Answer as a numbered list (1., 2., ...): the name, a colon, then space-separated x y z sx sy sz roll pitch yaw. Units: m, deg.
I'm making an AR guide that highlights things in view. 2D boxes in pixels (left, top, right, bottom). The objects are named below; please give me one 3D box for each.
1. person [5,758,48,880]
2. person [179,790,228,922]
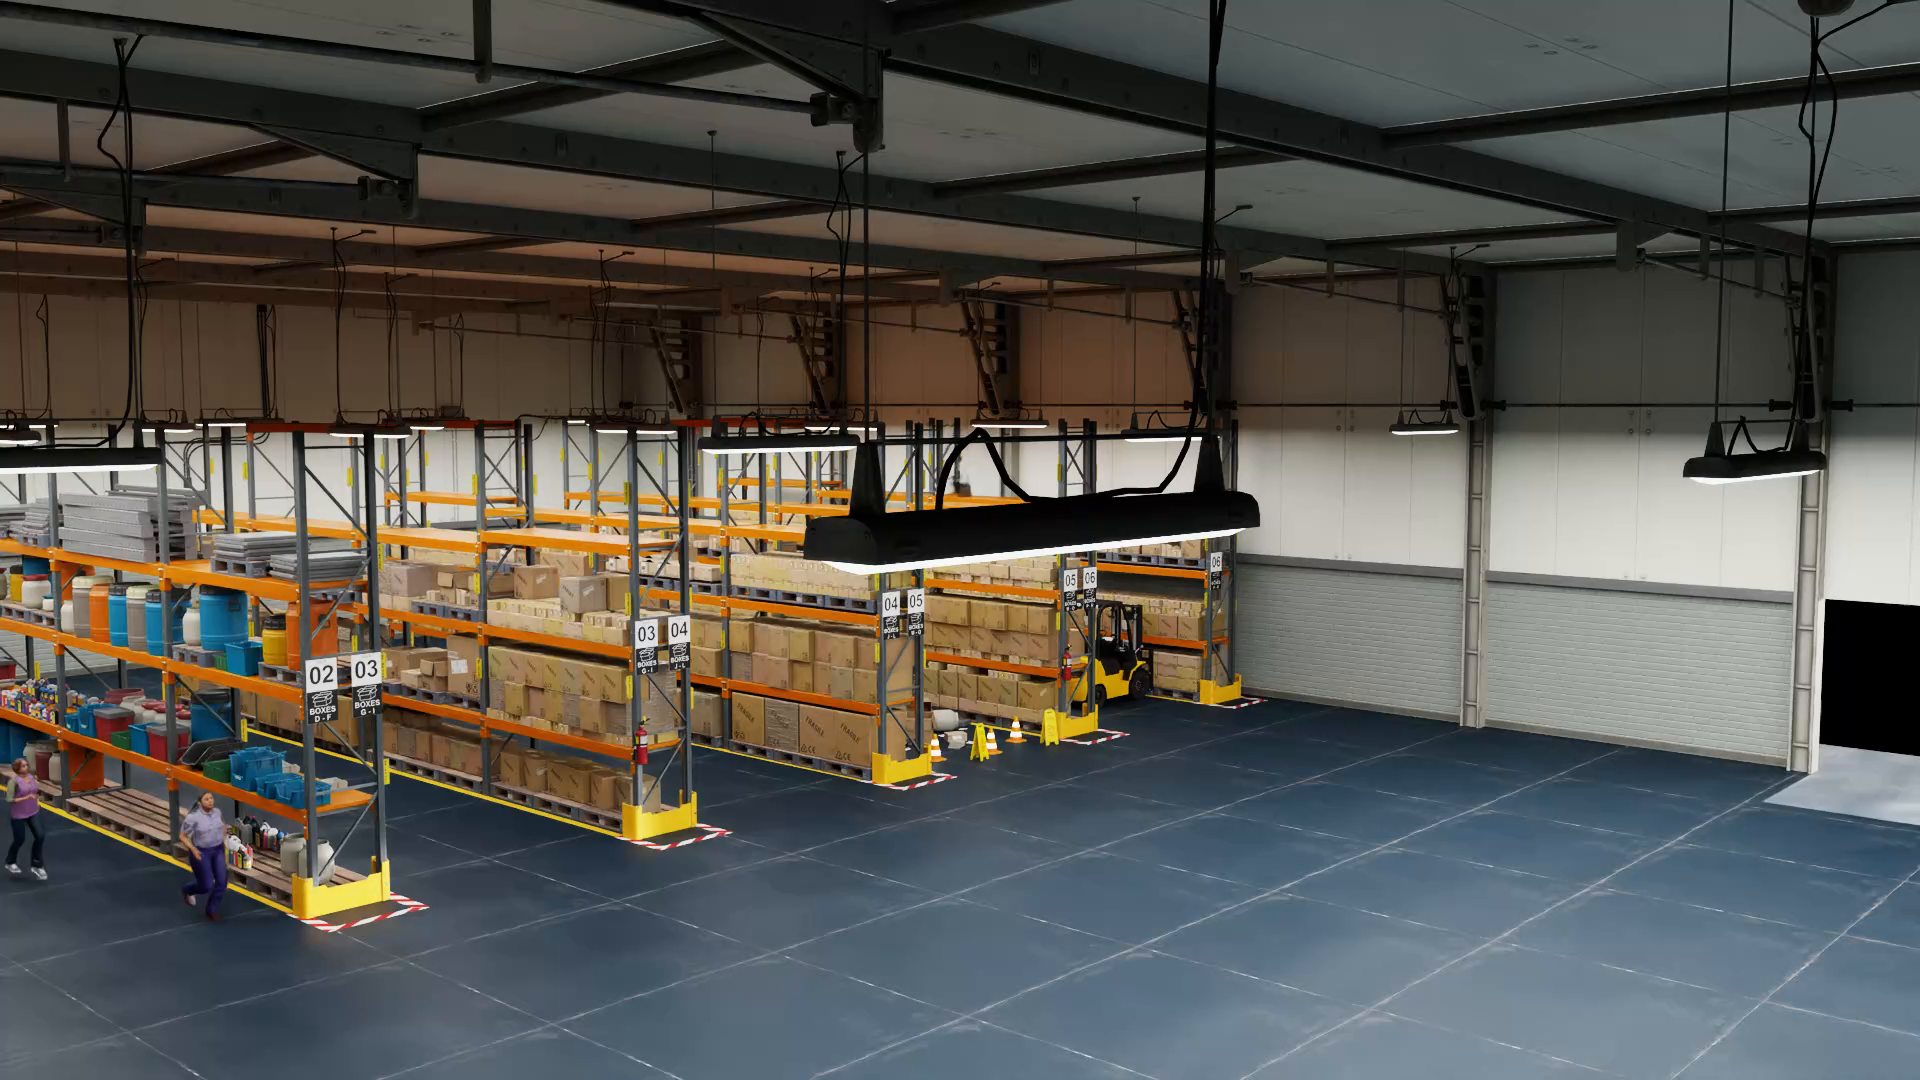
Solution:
1. person: -12.486 3.710 22.183 0.690 1.639 0.518 2 5 25
2. person: -9.294 3.882 20.479 0.598 1.609 0.608 3 6 34
